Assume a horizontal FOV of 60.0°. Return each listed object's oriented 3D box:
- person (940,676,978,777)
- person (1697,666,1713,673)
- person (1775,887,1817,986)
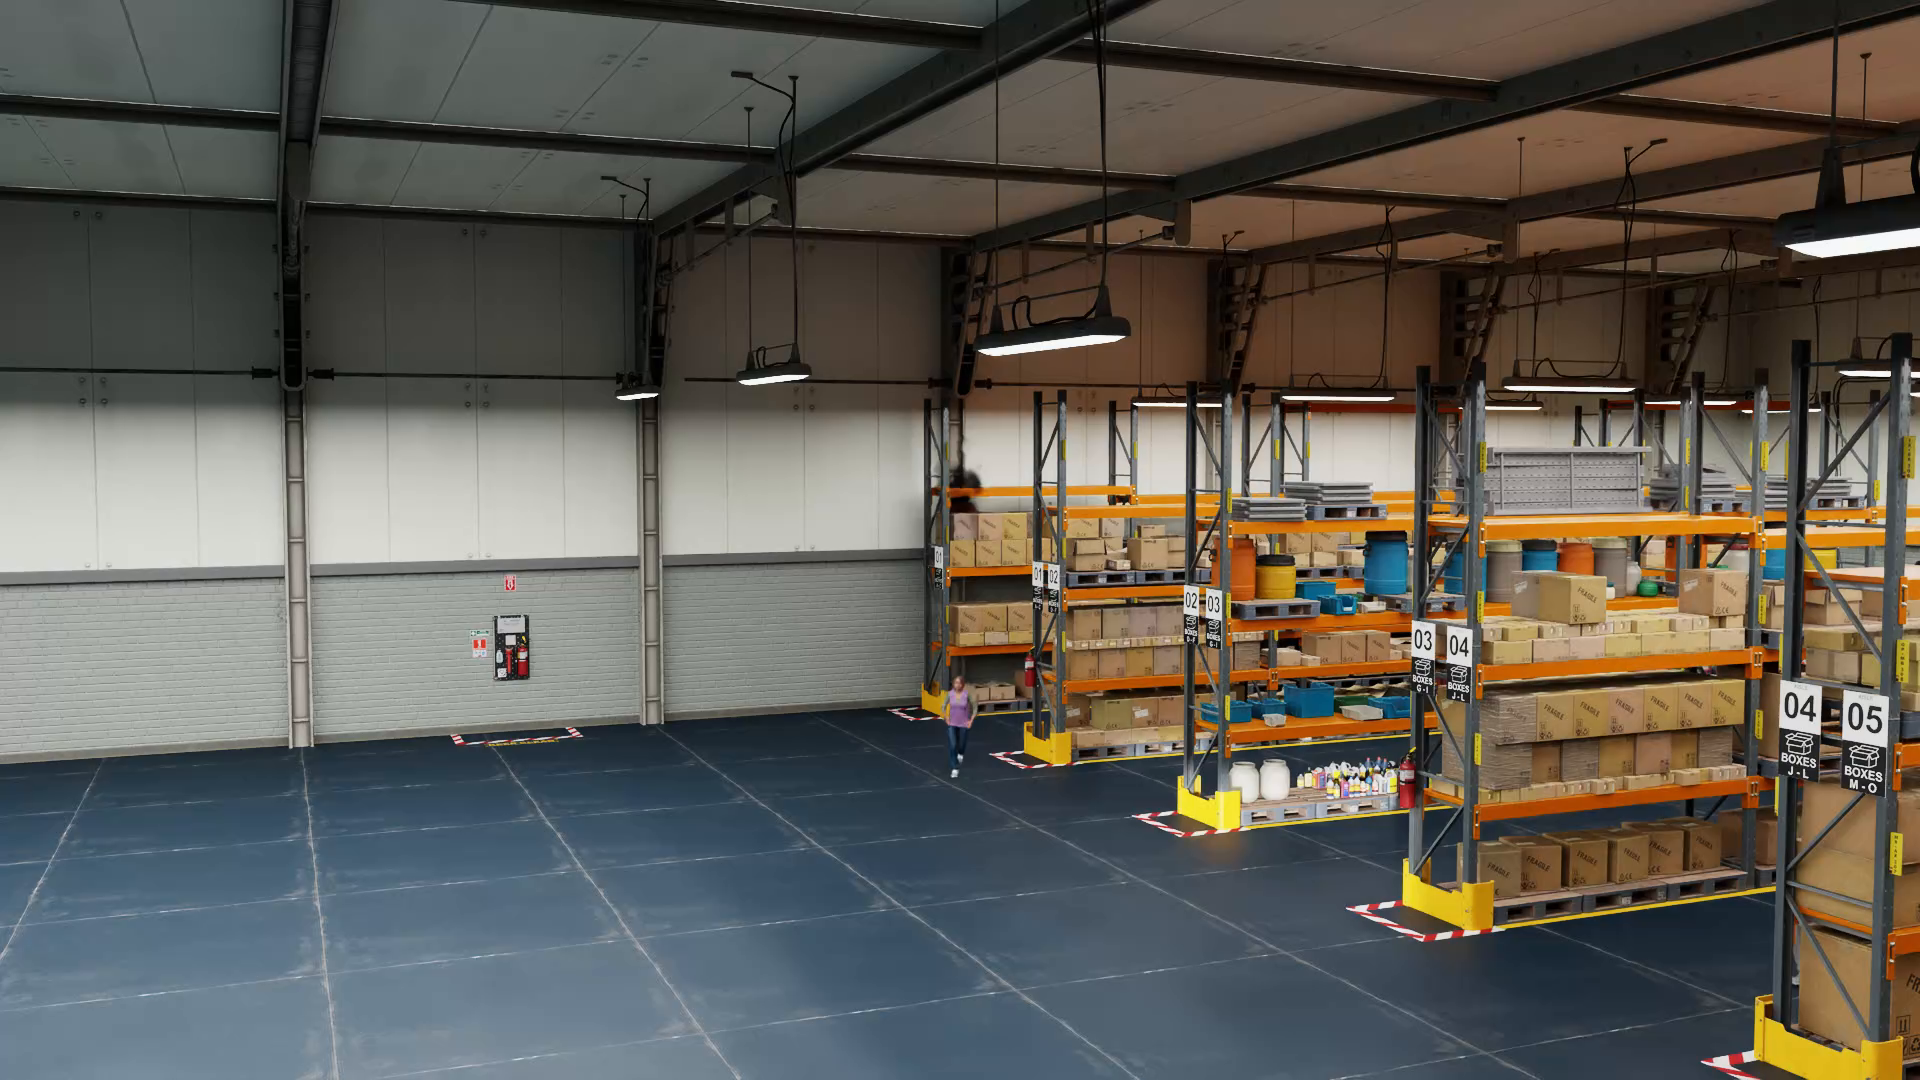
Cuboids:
[{"bbox_3d":[-0.018,2.881,25.870,0.581,1.564,0.594,0,3,4],"label":"person"},{"bbox_3d":[13.328,2.550,29.730,0.608,1.741,0.662,-3,4,-37],"label":"person"},{"bbox_3d":[8.117,3.404,15.839,0.578,1.646,0.613,-2,4,-24],"label":"person"}]
